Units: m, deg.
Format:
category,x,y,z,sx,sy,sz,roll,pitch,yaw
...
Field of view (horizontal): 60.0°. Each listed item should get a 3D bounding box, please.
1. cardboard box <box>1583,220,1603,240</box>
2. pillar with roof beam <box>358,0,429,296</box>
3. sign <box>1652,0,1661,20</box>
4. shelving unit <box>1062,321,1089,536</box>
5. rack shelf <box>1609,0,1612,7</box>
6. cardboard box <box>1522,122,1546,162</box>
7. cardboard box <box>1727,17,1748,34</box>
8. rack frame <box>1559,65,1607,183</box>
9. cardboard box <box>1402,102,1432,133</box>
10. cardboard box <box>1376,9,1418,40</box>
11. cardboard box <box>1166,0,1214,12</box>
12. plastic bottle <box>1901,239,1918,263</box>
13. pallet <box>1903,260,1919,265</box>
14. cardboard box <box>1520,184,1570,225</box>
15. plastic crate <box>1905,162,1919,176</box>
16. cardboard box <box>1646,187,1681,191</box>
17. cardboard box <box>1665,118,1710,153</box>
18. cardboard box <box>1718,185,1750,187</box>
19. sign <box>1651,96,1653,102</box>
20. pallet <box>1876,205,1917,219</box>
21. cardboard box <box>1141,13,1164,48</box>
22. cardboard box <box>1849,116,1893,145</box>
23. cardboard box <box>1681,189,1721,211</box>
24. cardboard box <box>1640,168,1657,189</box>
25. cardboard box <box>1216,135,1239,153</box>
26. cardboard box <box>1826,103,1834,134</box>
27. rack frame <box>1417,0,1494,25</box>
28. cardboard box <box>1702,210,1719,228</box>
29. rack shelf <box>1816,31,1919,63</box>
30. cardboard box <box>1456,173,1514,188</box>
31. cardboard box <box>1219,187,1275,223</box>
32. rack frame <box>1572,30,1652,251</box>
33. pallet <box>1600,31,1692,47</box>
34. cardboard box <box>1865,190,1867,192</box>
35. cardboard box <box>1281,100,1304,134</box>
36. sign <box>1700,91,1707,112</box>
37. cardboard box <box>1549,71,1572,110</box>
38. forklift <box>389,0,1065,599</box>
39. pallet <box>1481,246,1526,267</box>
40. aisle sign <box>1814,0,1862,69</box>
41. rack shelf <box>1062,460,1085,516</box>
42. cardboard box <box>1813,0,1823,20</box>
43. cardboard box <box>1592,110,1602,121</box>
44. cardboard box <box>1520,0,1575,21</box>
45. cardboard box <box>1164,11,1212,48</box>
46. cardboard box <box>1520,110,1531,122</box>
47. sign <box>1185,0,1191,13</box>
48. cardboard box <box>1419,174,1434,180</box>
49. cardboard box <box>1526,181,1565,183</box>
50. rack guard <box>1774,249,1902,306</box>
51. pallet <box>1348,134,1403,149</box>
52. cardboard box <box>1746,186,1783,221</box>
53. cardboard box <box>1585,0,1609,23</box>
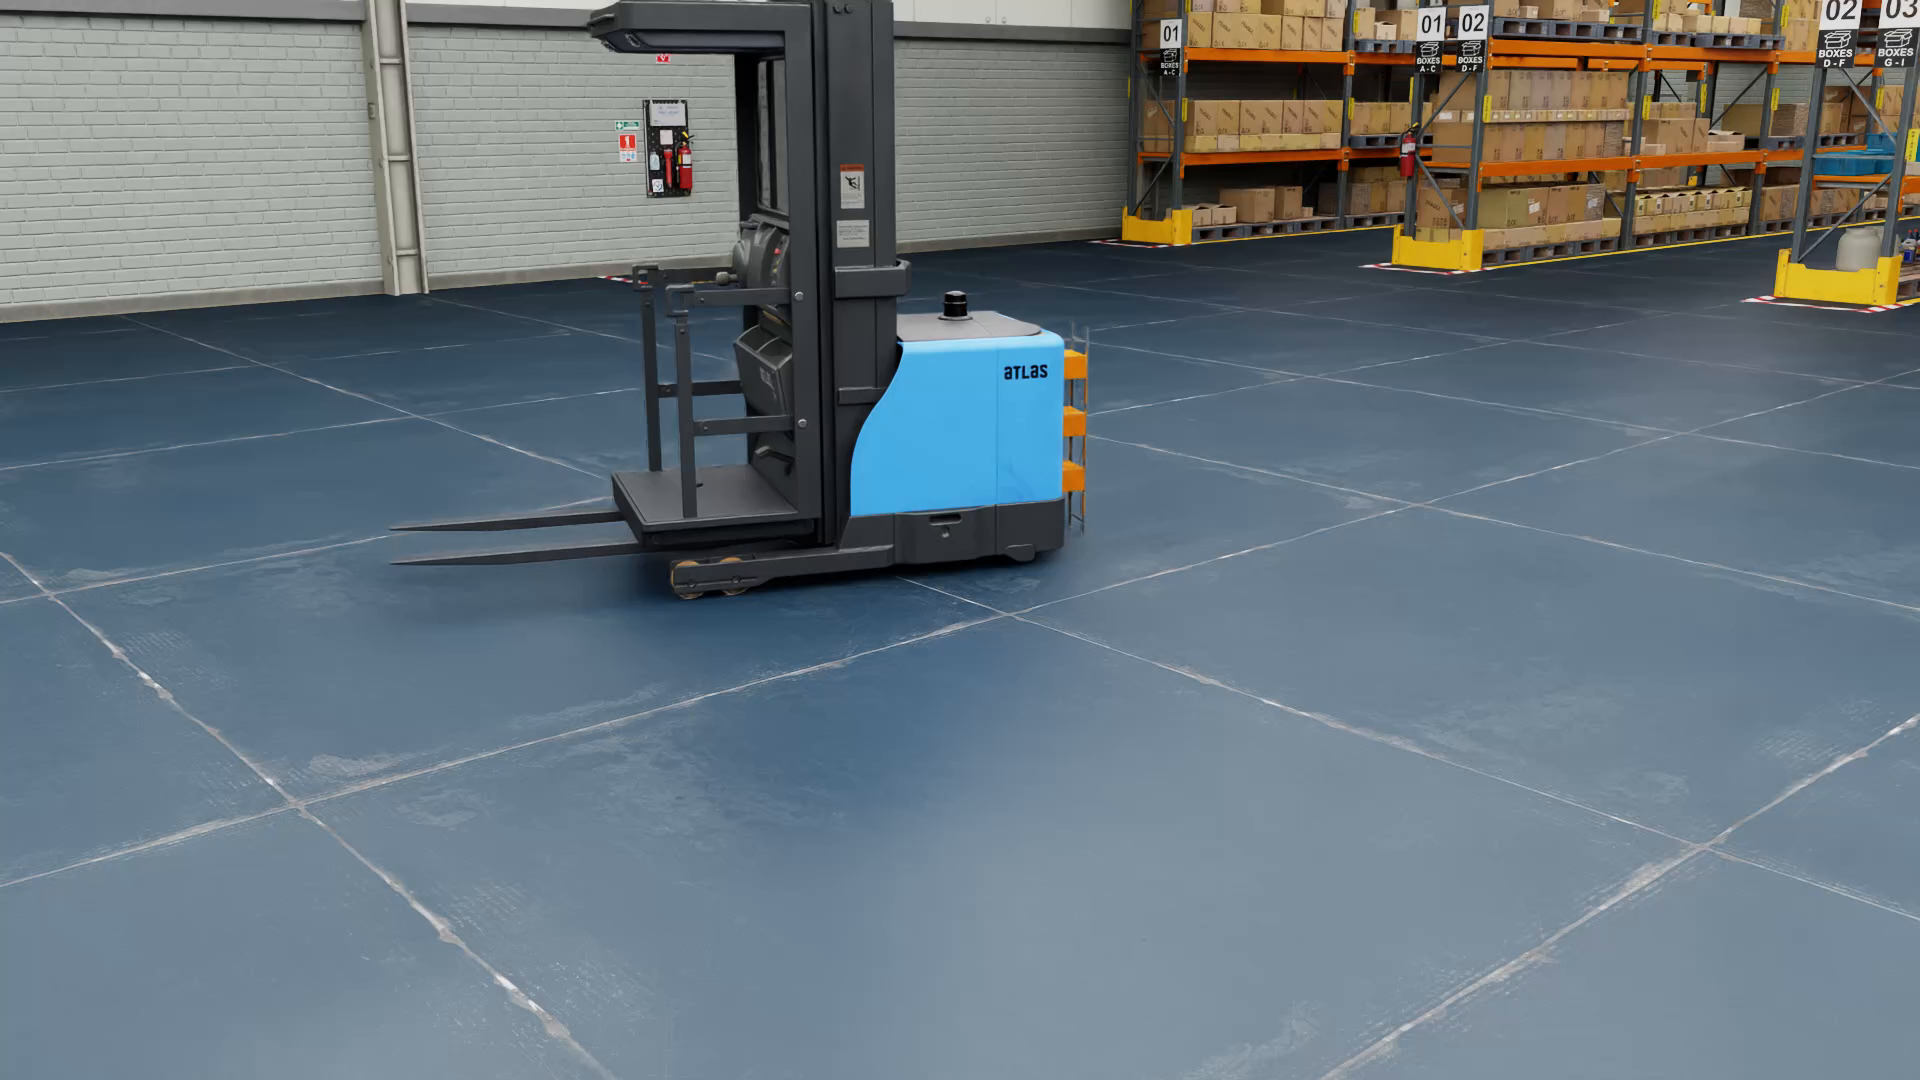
category,x,y,z,sx,sy,sz,roll,pitch,yaw
cardboard box,8.592,-4.338,23.191,0.500,0.250,0.500,-13,19,-39
pillar with roof beam,-3.356,-6.268,14.277,0.400,9.000,9.100,-13,19,-39
sign,9.548,-7.297,22.786,0.005,0.325,0.100,-13,19,-39
shelving unit,0.473,-0.541,8.240,0.252,1.050,0.215,-5,16,-18
rack shelf,10.454,-10.005,30.438,4.000,0.370,1.077,-13,19,-39
cardboard box,7.297,-5.287,22.038,0.500,0.500,0.700,-12,19,-39
cardboard box,11.511,-7.744,25.095,0.500,0.250,0.500,-12,19,-38
rack frame,11.963,-7.986,32.336,0.127,3.000,1.000,-13,19,-39
cardboard box,7.672,-7.272,28.617,0.500,0.500,0.700,-13,19,-39
cardboard box,7.323,-8.617,27.878,0.500,0.500,0.500,-14,20,-41
cardboard box,3.360,-7.962,24.261,0.500,0.500,0.500,14,21,43
plastic bottle,11.203,-3.414,19.645,0.135,0.276,0.152,-13,19,-39
pallet,11.897,-3.249,20.006,1.213,0.211,1.003,-13,19,-39
cardboard box,7.849,-4.527,22.448,0.500,0.500,0.500,-13,19,-39
plastic crate,10.300,-3.986,17.872,0.250,0.136,0.298,-13,19,-39
cardboard box,10.835,-5.282,25.640,0.500,0.311,0.500,-13,20,-41
cardboard box,10.945,-6.106,25.102,0.500,0.500,0.500,-14,20,-42
cardboard box,12.751,-5.554,27.221,0.500,0.500,0.500,-12,19,-37
sign,14.621,-9.229,35.159,0.005,0.325,0.100,-13,19,-39
pallet,16.657,-5.999,30.300,1.213,0.211,1.003,-13,19,-39
cardboard box,3.059,-7.580,24.772,0.500,0.500,0.500,-11,18,-35
cardboard box,15.781,-7.104,28.839,0.500,0.500,0.500,-12,19,-38
cardboard box,11.196,-5.179,25.255,0.500,0.311,0.500,-13,20,-40
cardboard box,13.761,-7.351,33.987,0.500,0.500,0.700,-13,20,-41
cardboard box,3.869,-6.002,25.160,0.500,0.250,0.500,-13,20,-41
cardboard box,14.236,-7.108,28.041,0.500,0.500,0.700,-9,17,-31
rack frame,6.165,-7.888,20.343,0.127,3.000,1.000,-13,19,-39
cardboard box,11.195,-4.910,25.334,0.500,0.250,0.500,-12,19,-38
rack shelf,10.922,-5.465,18.479,4.000,0.370,1.077,-13,19,-39
cardboard box,9.586,-6.572,30.393,0.750,0.750,0.750,-13,20,-40
cardboard box,4.508,-5.269,26.155,0.500,0.500,0.700,-14,21,-43
rack frame,9.182,-5.667,23.654,0.127,3.000,1.000,-13,19,-39
pallet,9.839,-7.176,23.860,1.217,0.209,0.805,-14,20,-42
cardboard box,16.027,-6.215,30.062,0.500,0.311,0.500,-13,19,-39
cardboard box,5.014,-6.621,26.025,0.500,0.500,0.500,-13,20,-41
sign,11.837,-6.970,26.441,0.005,0.325,0.100,-13,19,-39
cardboard box,7.716,-6.011,22.233,0.500,0.500,0.700,-13,19,-39
forklift,-1.080,-1.310,7.473,3.031,2.935,1.130,-5,16,-18
pallet,6.714,-3.780,21.993,1.213,0.211,1.003,-13,19,-39
aisle sign,9.164,-5.326,17.340,0.004,0.787,0.394,-13,19,-39
rack shelf,0.473,-0.262,8.315,0.240,0.259,0.215,-5,16,-18
cardboard box,13.785,-8.474,27.147,0.600,0.600,0.600,-14,20,-41
cardboard box,8.537,-5.810,22.738,0.250,0.149,0.380,-13,20,-39
cardboard box,7.597,-6.986,21.499,0.500,0.500,0.500,-13,19,-39
cardboard box,3.327,-7.468,24.353,0.500,0.500,0.500,-12,19,-38
cardboard box,7.181,-5.505,21.598,0.250,0.149,0.380,-13,20,-40
sign,3.267,-7.719,23.830,0.005,0.325,0.100,-13,19,-39
cardboard box,7.965,-6.459,29.157,0.500,0.250,0.500,-12,19,-38
cardboard box,8.255,-4.800,23.469,0.500,0.500,0.500,-13,19,-39
rack guard,9.440,-2.839,17.910,0.348,0.500,1.175,-13,19,-39
pallet,6.600,-6.639,27.665,1.213,0.211,1.003,-13,19,-39
cardboard box,12.731,-5.371,26.537,0.500,0.500,0.500,-12,19,-37
cardboard box,8.629,-7.401,23.054,0.500,0.500,0.500,-11,18,-35
